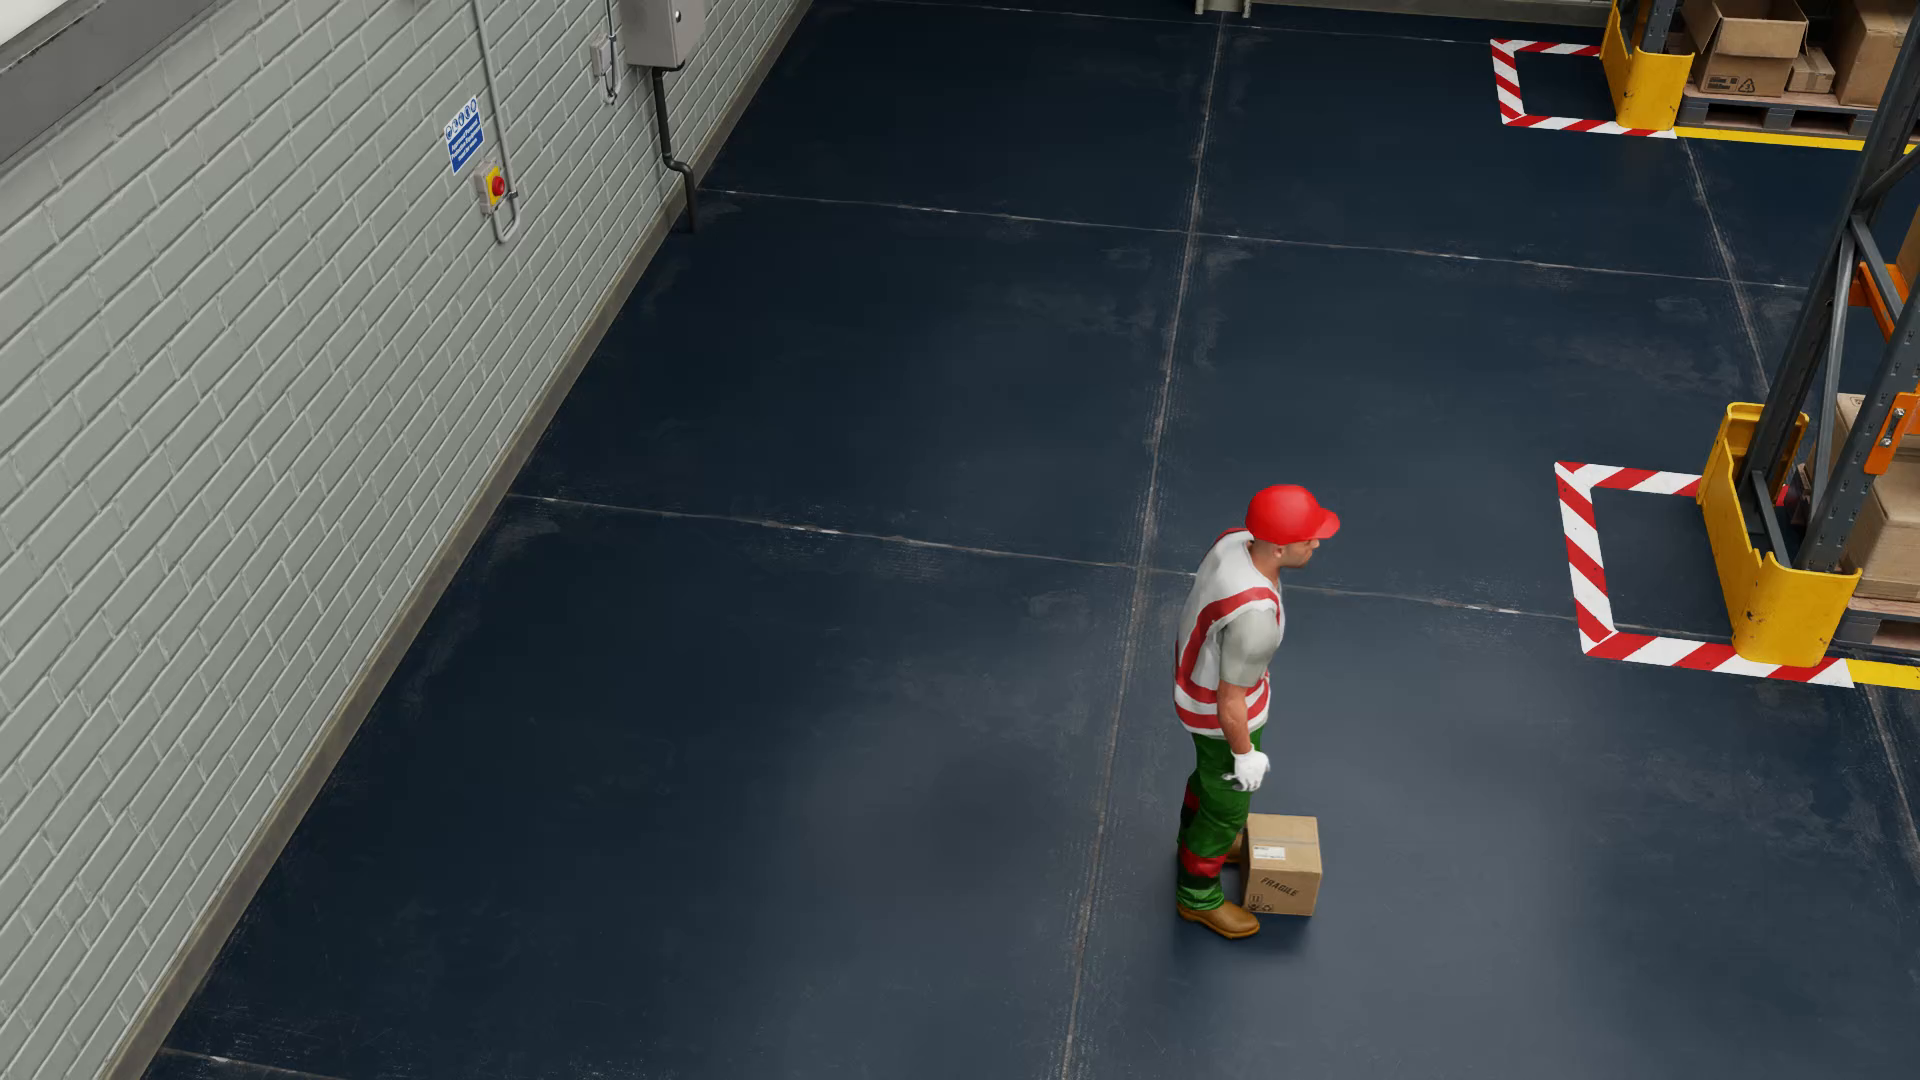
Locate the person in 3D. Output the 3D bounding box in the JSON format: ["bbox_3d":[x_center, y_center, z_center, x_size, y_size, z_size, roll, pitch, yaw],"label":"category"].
[{"bbox_3d":[0.921,0.538,5.506,0.445,1.781,0.622,5,40,6],"label":"person"}]
